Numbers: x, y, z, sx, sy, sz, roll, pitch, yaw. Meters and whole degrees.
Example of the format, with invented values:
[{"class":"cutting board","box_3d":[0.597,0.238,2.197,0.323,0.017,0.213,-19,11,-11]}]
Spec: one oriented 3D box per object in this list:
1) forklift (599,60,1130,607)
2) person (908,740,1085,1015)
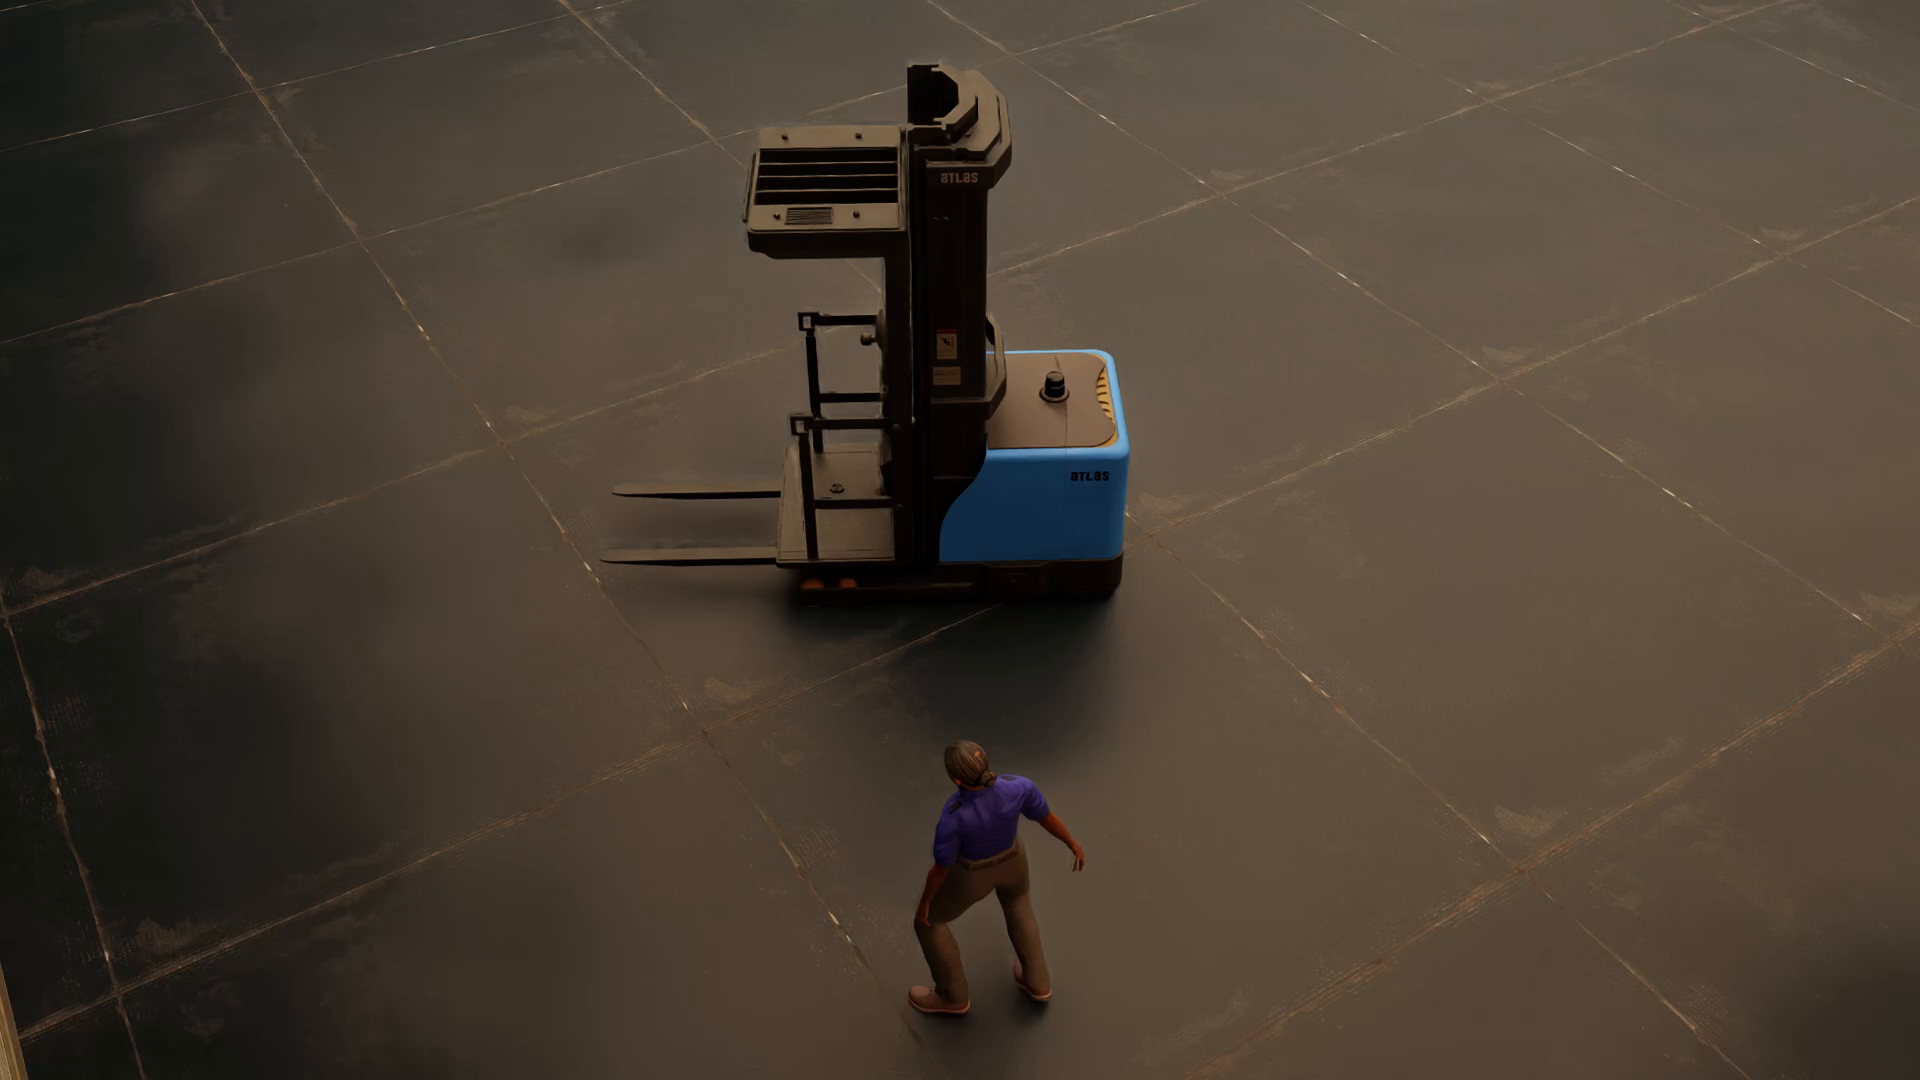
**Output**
[{"class":"forklift","box_3d":[-0.587,-1.070,9.096,3.031,2.935,1.130,-1,41,-1]},{"class":"person","box_3d":[0.162,1.474,7.242,0.817,1.593,0.470,-16,44,-18]}]
